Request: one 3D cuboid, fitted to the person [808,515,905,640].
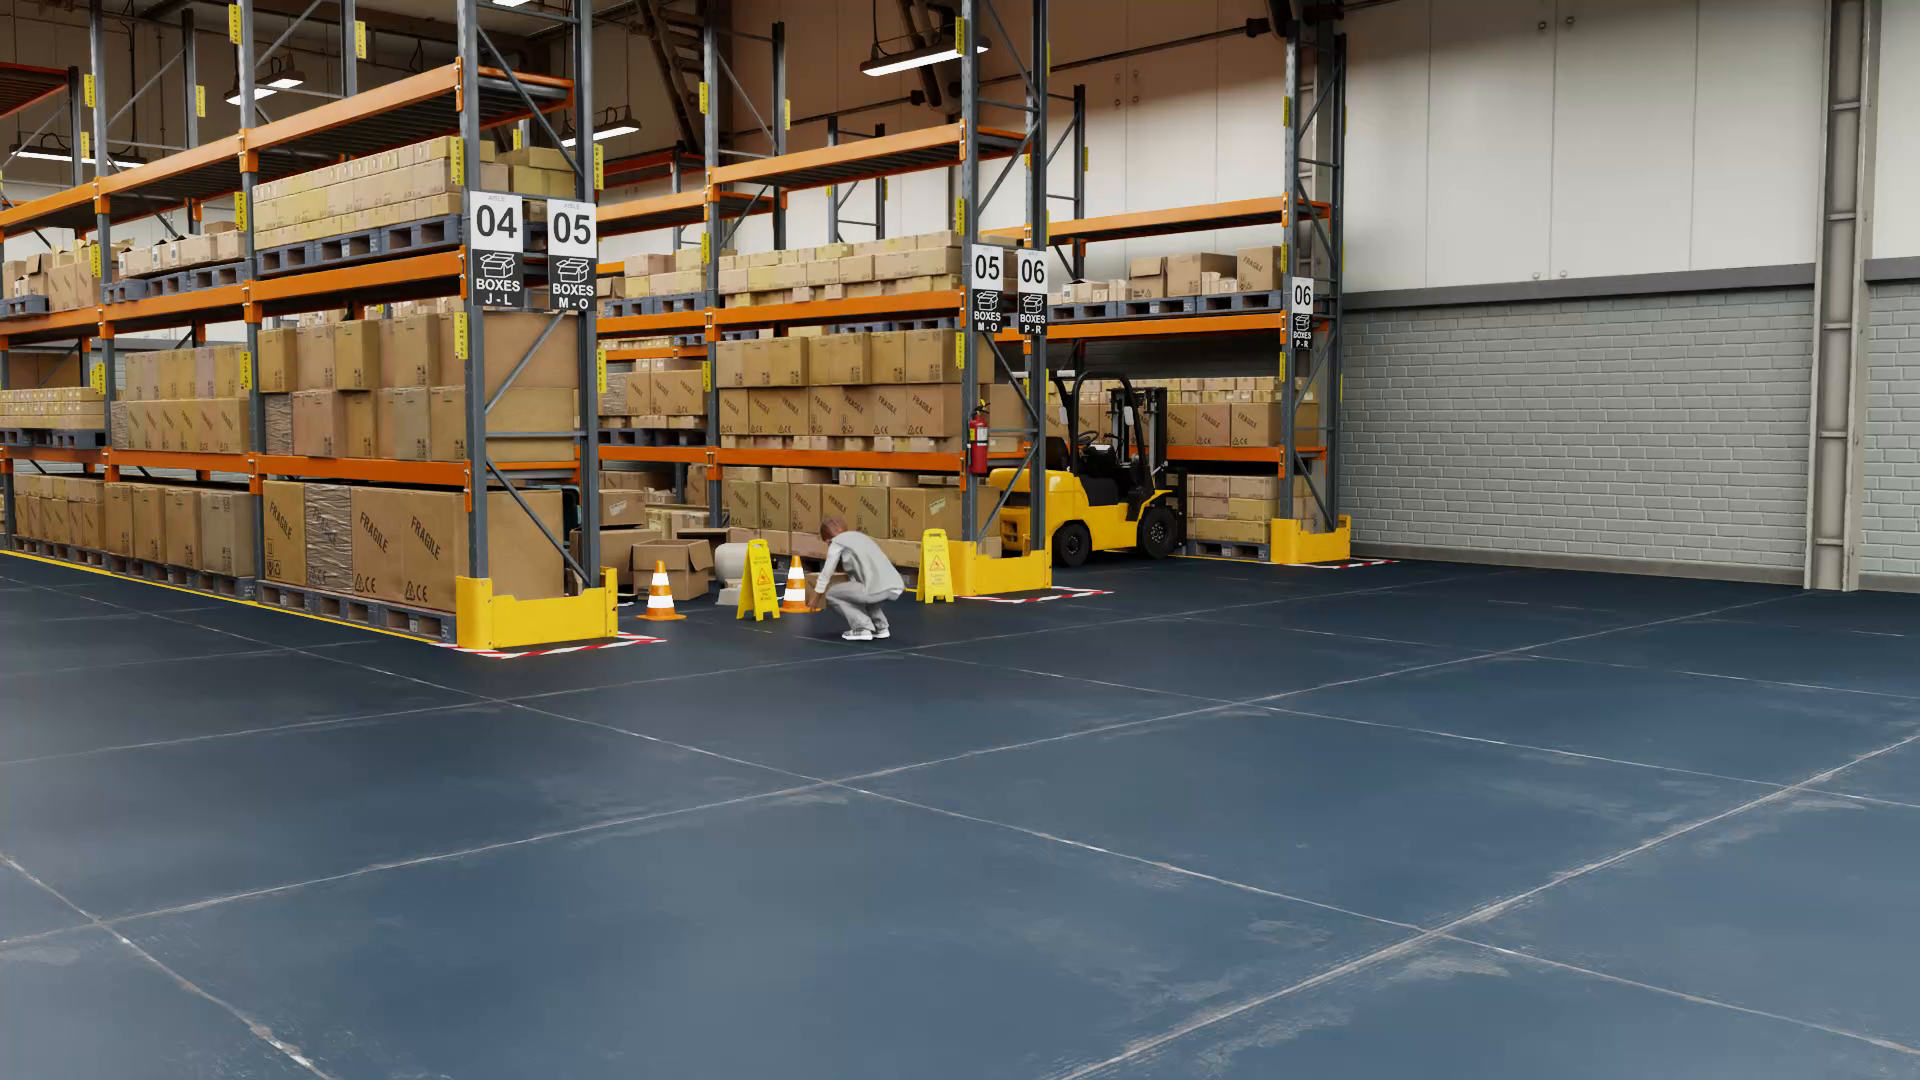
[{"bbox_3d":[-0.772,0.286,12.301,0.428,0.890,0.823,-4,6,-45],"label":"person"}]
